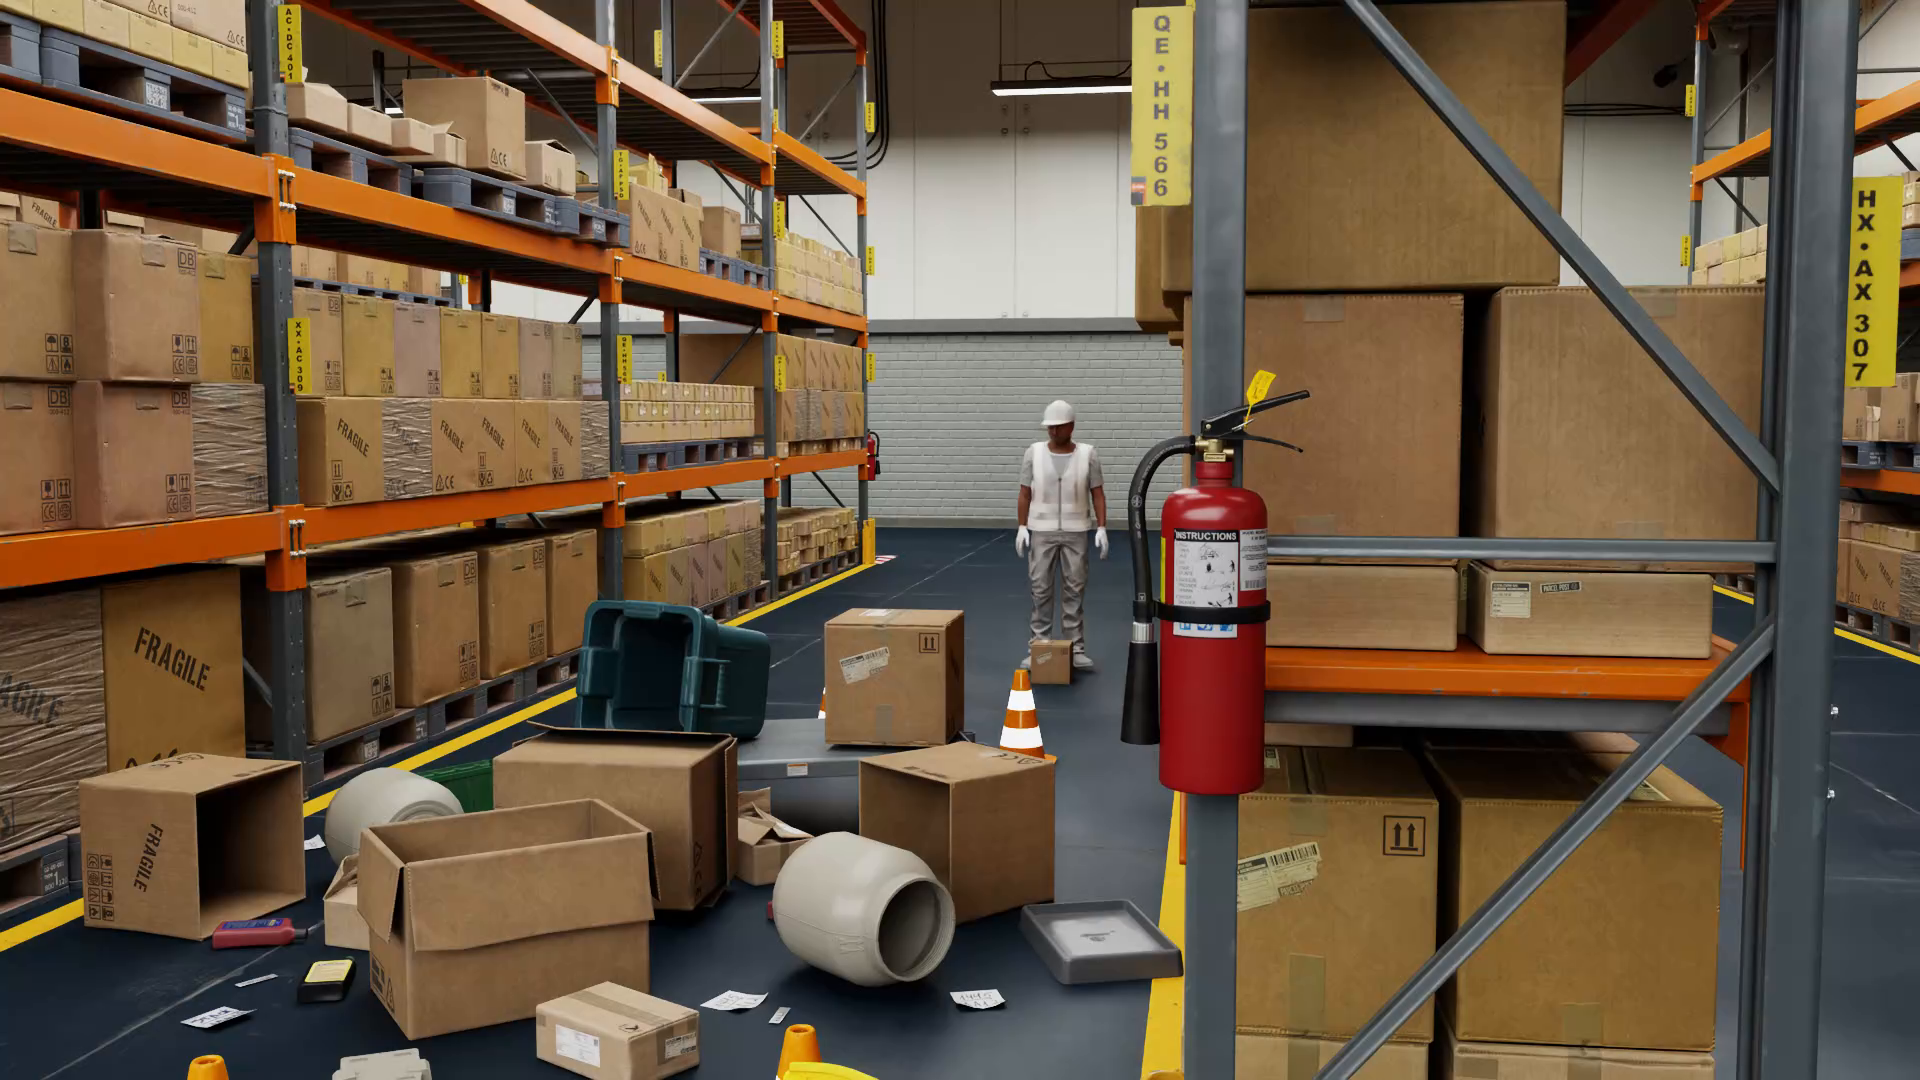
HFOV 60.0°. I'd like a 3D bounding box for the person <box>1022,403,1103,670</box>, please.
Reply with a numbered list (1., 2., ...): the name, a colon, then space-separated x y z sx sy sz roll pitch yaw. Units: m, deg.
1. person: 0.683 -0.022 11.148 0.547 1.785 0.351 1 4 10
